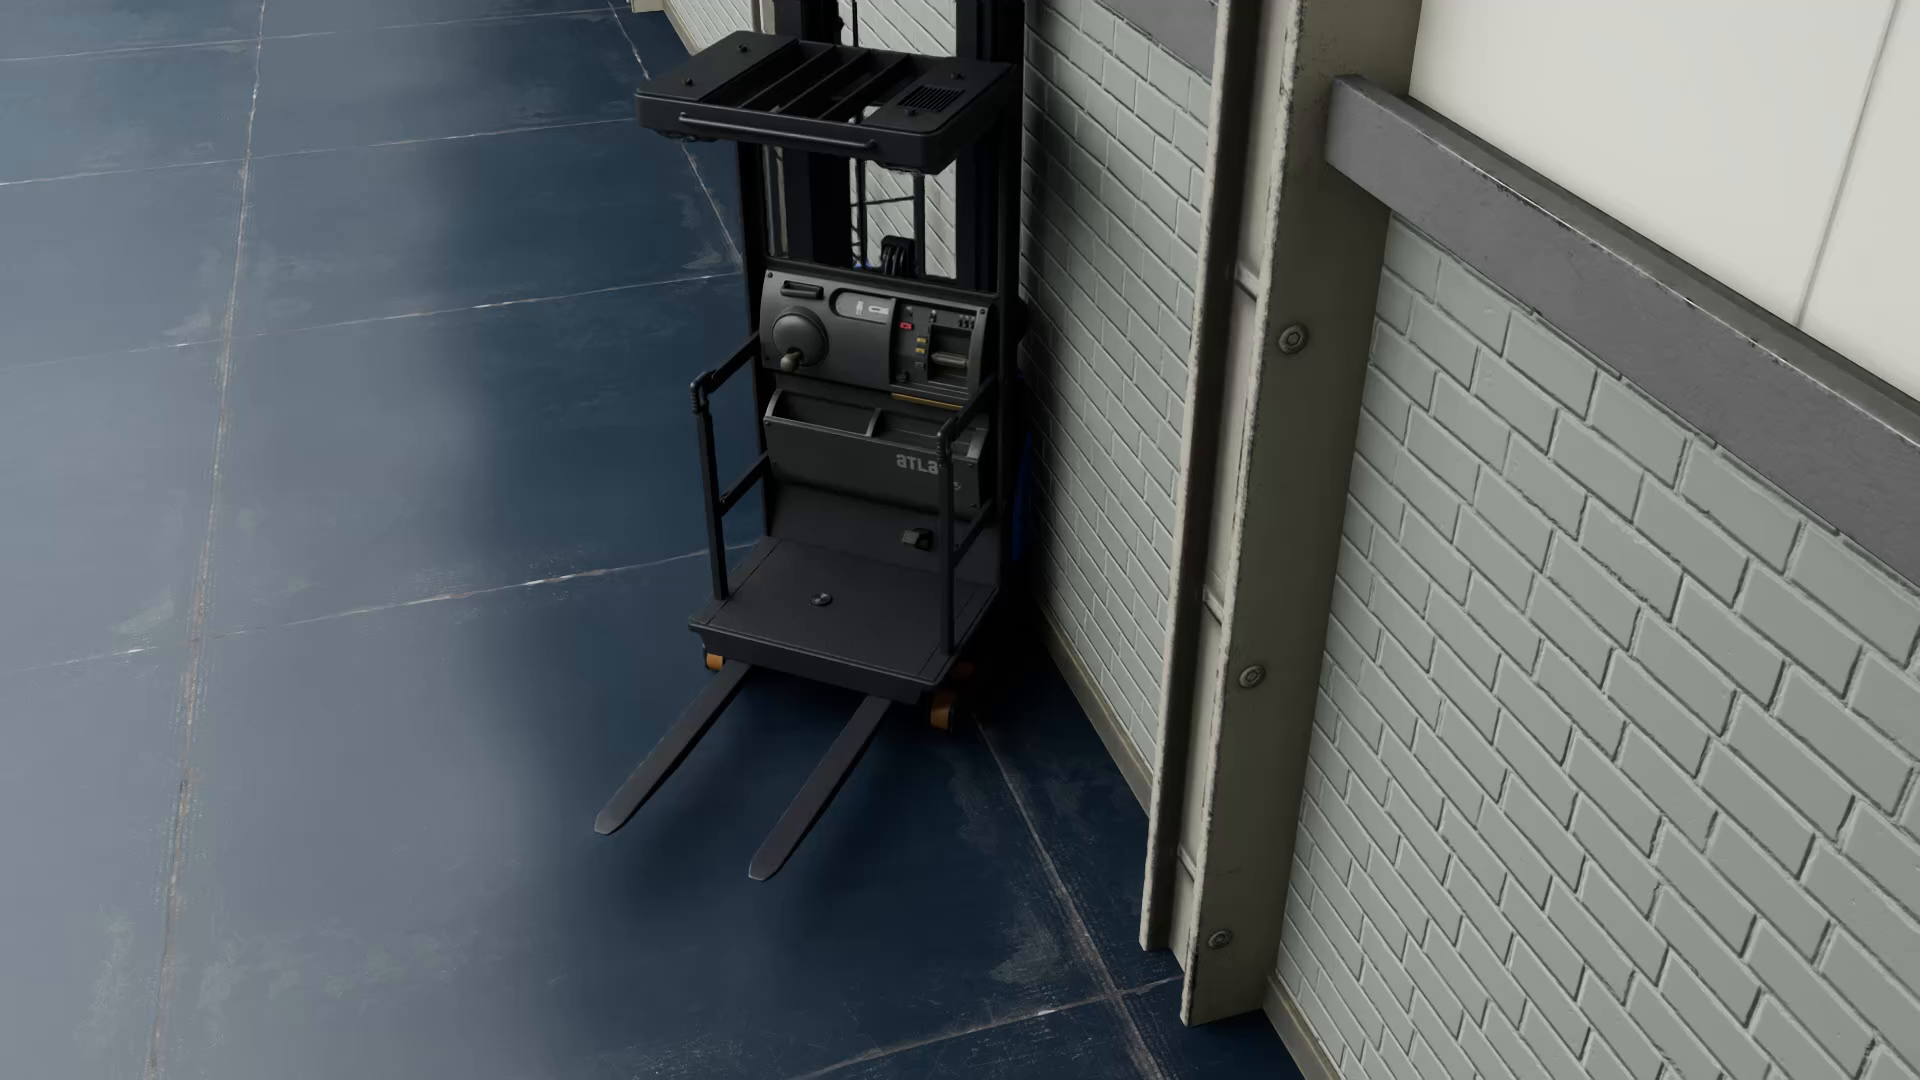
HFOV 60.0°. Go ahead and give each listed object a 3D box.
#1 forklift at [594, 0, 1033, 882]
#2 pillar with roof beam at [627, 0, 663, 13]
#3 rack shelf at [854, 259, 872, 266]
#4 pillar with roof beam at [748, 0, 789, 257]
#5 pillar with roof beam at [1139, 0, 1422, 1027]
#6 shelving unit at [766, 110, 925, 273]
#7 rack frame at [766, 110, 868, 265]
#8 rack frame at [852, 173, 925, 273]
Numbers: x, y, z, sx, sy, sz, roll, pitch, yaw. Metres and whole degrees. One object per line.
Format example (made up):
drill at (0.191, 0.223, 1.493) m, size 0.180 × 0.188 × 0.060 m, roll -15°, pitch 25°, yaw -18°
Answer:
forklift at (-0.412, -0.729, 6.195) m, size 1.130 × 2.935 × 3.031 m, roll 12°, pitch 35°, yaw 18°
pillar with roof beam at (-6.943, -7.887, 11.523) m, size 9.100 × 9.000 × 0.400 m, roll -10°, pitch 35°, yaw -15°
rack shelf at (-0.566, -1.106, 8.390) m, size 0.538 × 0.185 × 1.000 m, roll -11°, pitch 35°, yaw -15°
pillar with roof beam at (-5.113, -4.737, 6.756) m, size 9.100 × 9.000 × 0.400 m, roll -10°, pitch 35°, yaw -15°
pillar with roof beam at (-3.283, -1.587, 1.988) m, size 9.100 × 9.000 × 0.400 m, roll -10°, pitch 35°, yaw -15°
shelving unit at (-0.566, -1.256, 8.291) m, size 0.538 × 1.500 × 1.048 m, roll -11°, pitch 35°, yaw -15°
rack frame at (-0.728, -1.522, 8.693) m, size 0.500 × 1.500 × 0.032 m, roll -11°, pitch 35°, yaw -15°
rack frame at (-0.404, -0.991, 7.889) m, size 0.500 × 1.500 × 0.032 m, roll -11°, pitch 35°, yaw -15°
